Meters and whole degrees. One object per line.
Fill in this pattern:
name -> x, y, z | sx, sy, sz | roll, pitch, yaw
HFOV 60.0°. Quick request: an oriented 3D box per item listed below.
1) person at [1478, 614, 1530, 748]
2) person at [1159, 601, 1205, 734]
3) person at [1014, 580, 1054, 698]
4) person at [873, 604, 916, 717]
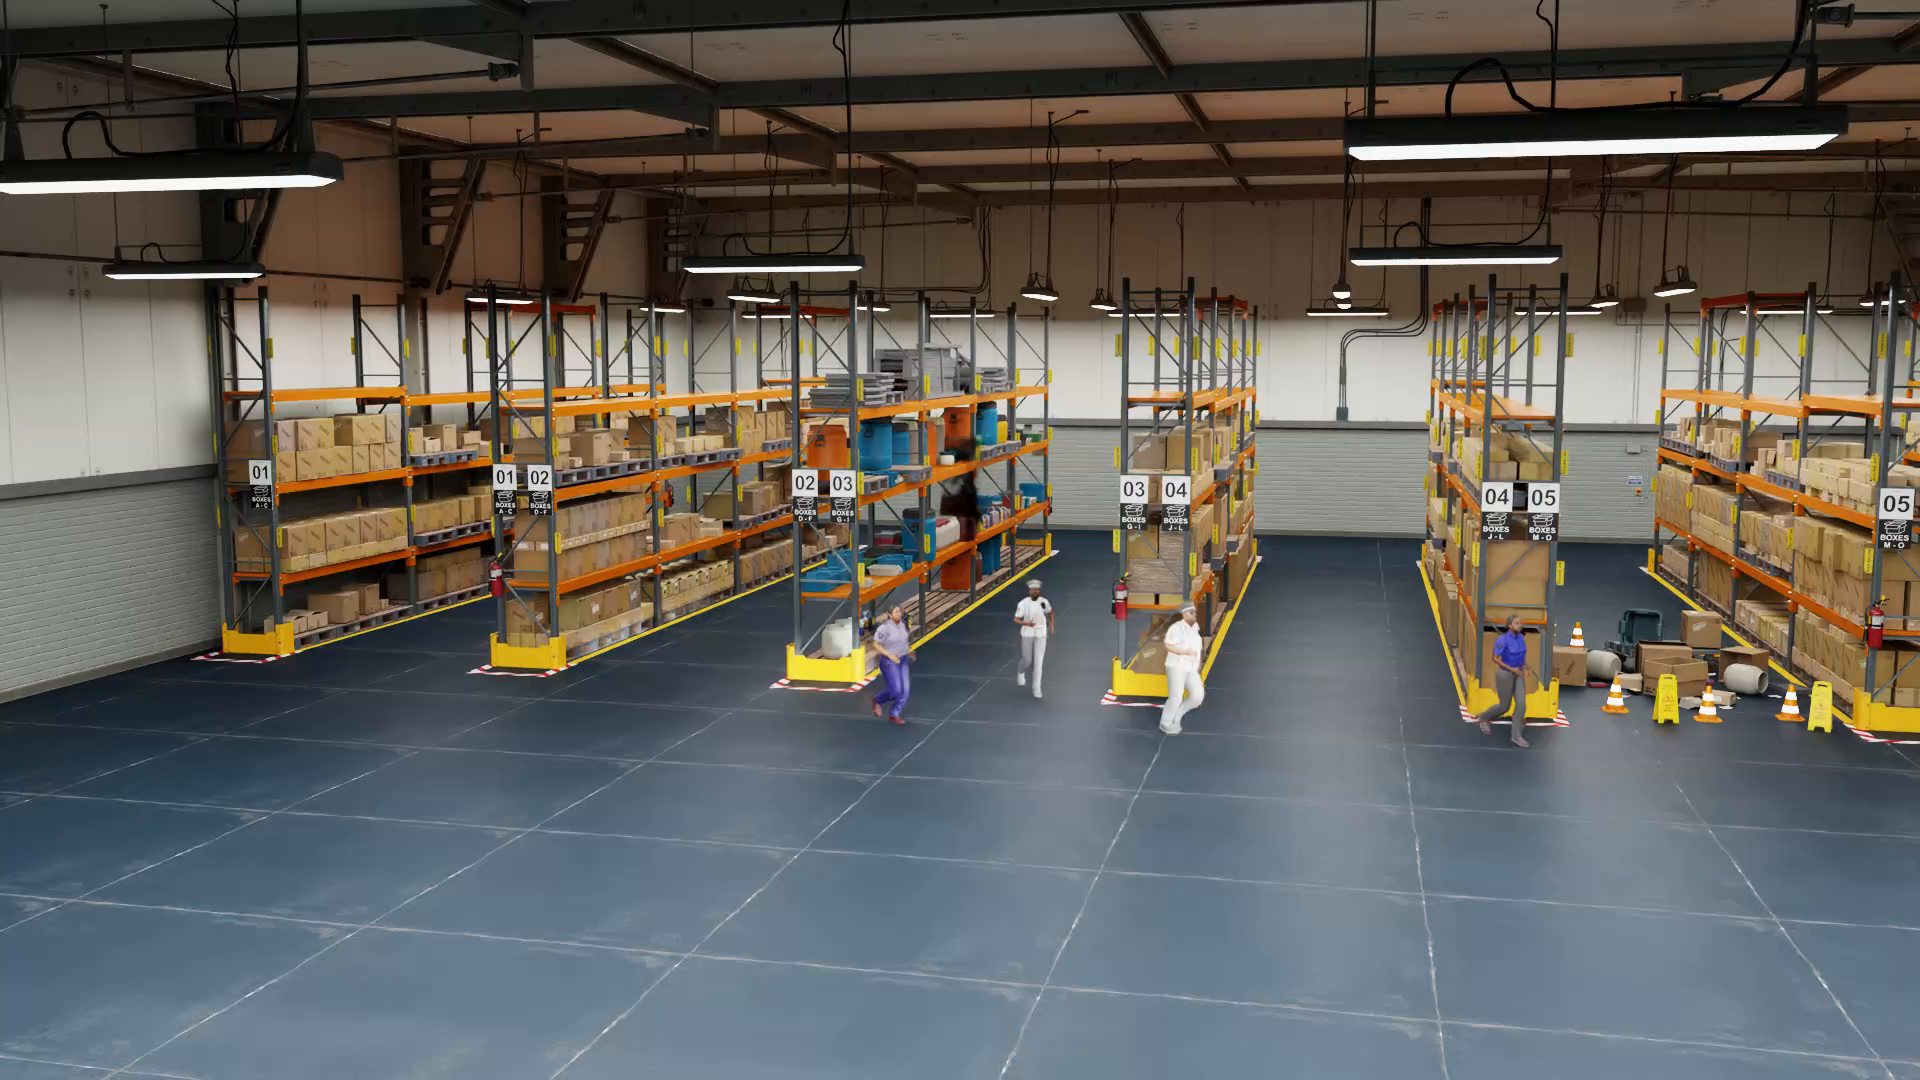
person -> 6.998, 1.765, 21.221 | 0.600, 1.664, 0.769 | -4, 7, -28
person -> 2.969, 1.668, 21.626 | 0.670, 1.751, 0.632 | -5, 8, -35
person -> 1.094, 1.395, 24.139 | 0.610, 1.654, 0.981 | -1, 7, -6
person -> -0.882, 1.628, 22.267 | 0.496, 1.521, 0.596 | 5, 9, 40
